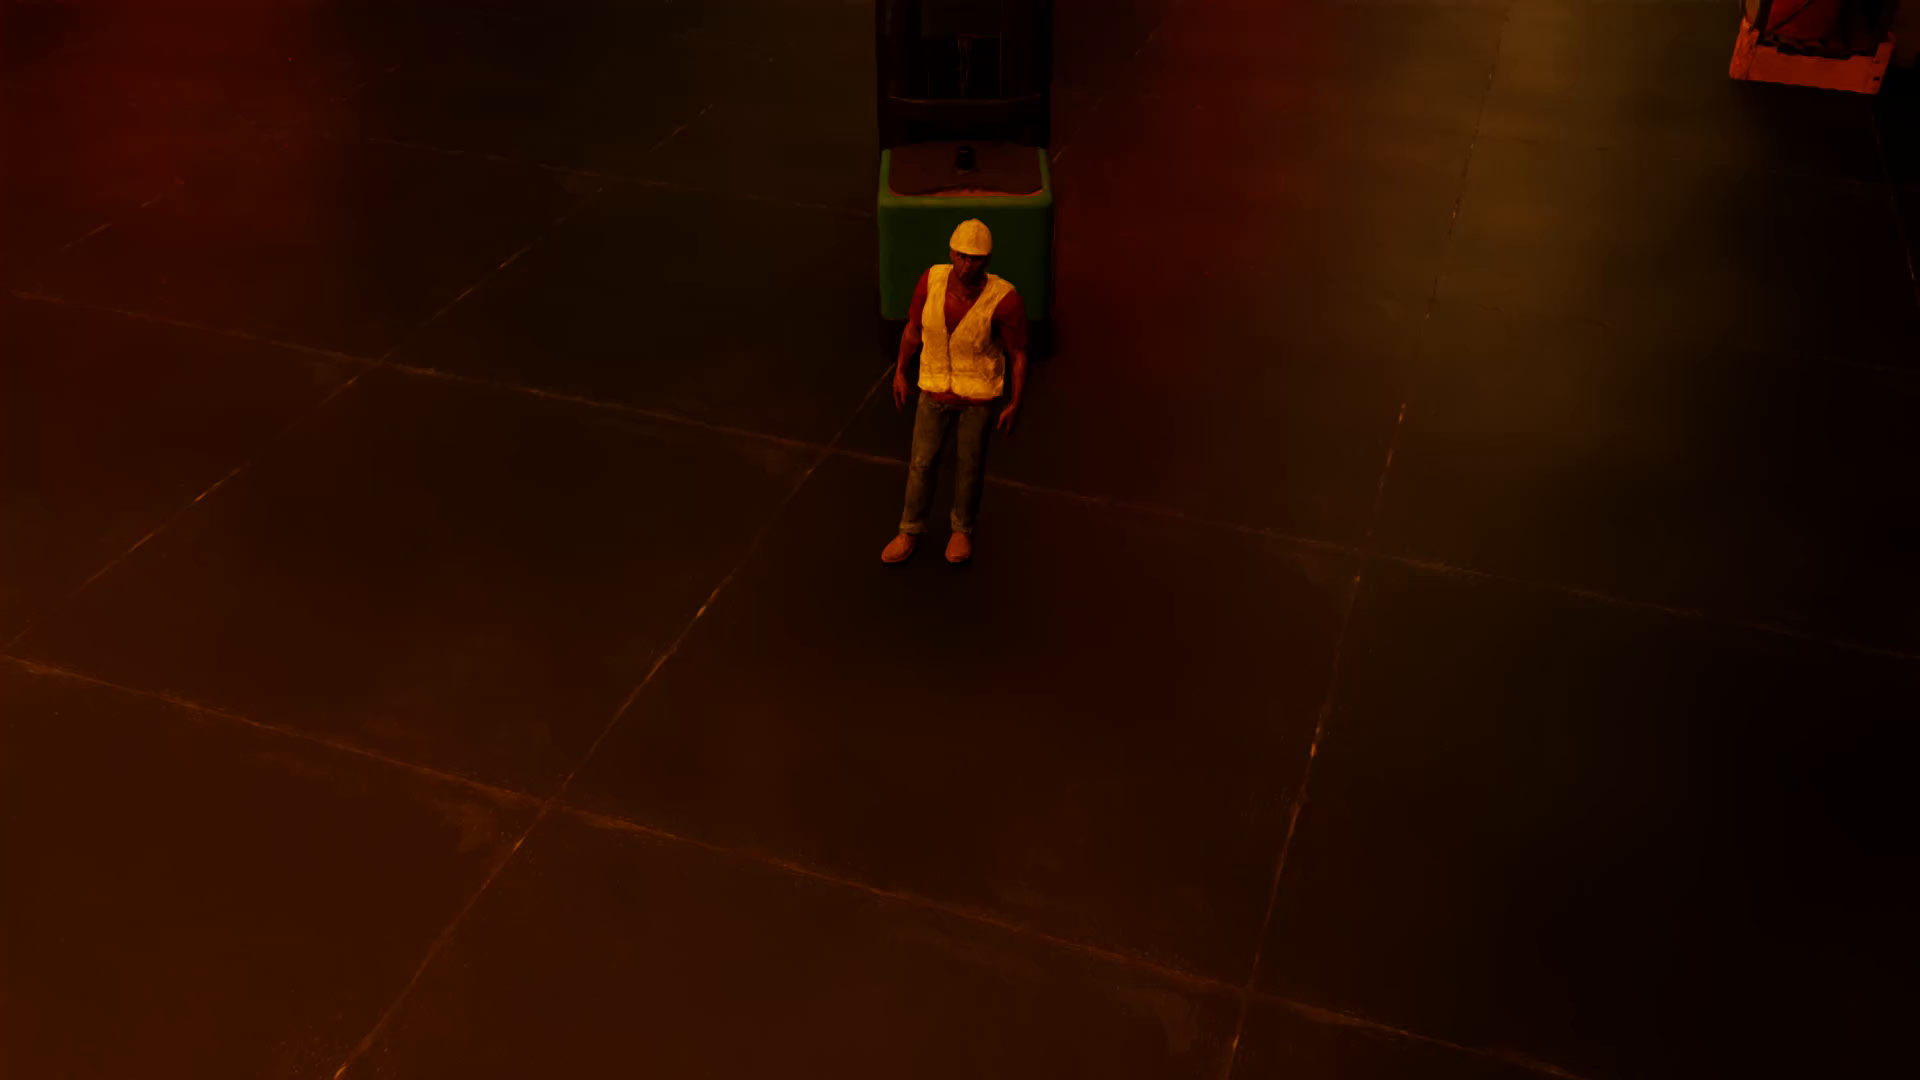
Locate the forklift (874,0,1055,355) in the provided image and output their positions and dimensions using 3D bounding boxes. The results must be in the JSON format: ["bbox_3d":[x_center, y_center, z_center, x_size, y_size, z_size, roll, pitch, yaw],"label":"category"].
[{"bbox_3d":[0.021,-3.139,10.538,1.130,2.935,3.031,0,35,0],"label":"forklift"}]

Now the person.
[{"bbox_3d":[-0.028,-0.689,8.078,0.665,1.766,0.576,12,37,16],"label":"person"}]
